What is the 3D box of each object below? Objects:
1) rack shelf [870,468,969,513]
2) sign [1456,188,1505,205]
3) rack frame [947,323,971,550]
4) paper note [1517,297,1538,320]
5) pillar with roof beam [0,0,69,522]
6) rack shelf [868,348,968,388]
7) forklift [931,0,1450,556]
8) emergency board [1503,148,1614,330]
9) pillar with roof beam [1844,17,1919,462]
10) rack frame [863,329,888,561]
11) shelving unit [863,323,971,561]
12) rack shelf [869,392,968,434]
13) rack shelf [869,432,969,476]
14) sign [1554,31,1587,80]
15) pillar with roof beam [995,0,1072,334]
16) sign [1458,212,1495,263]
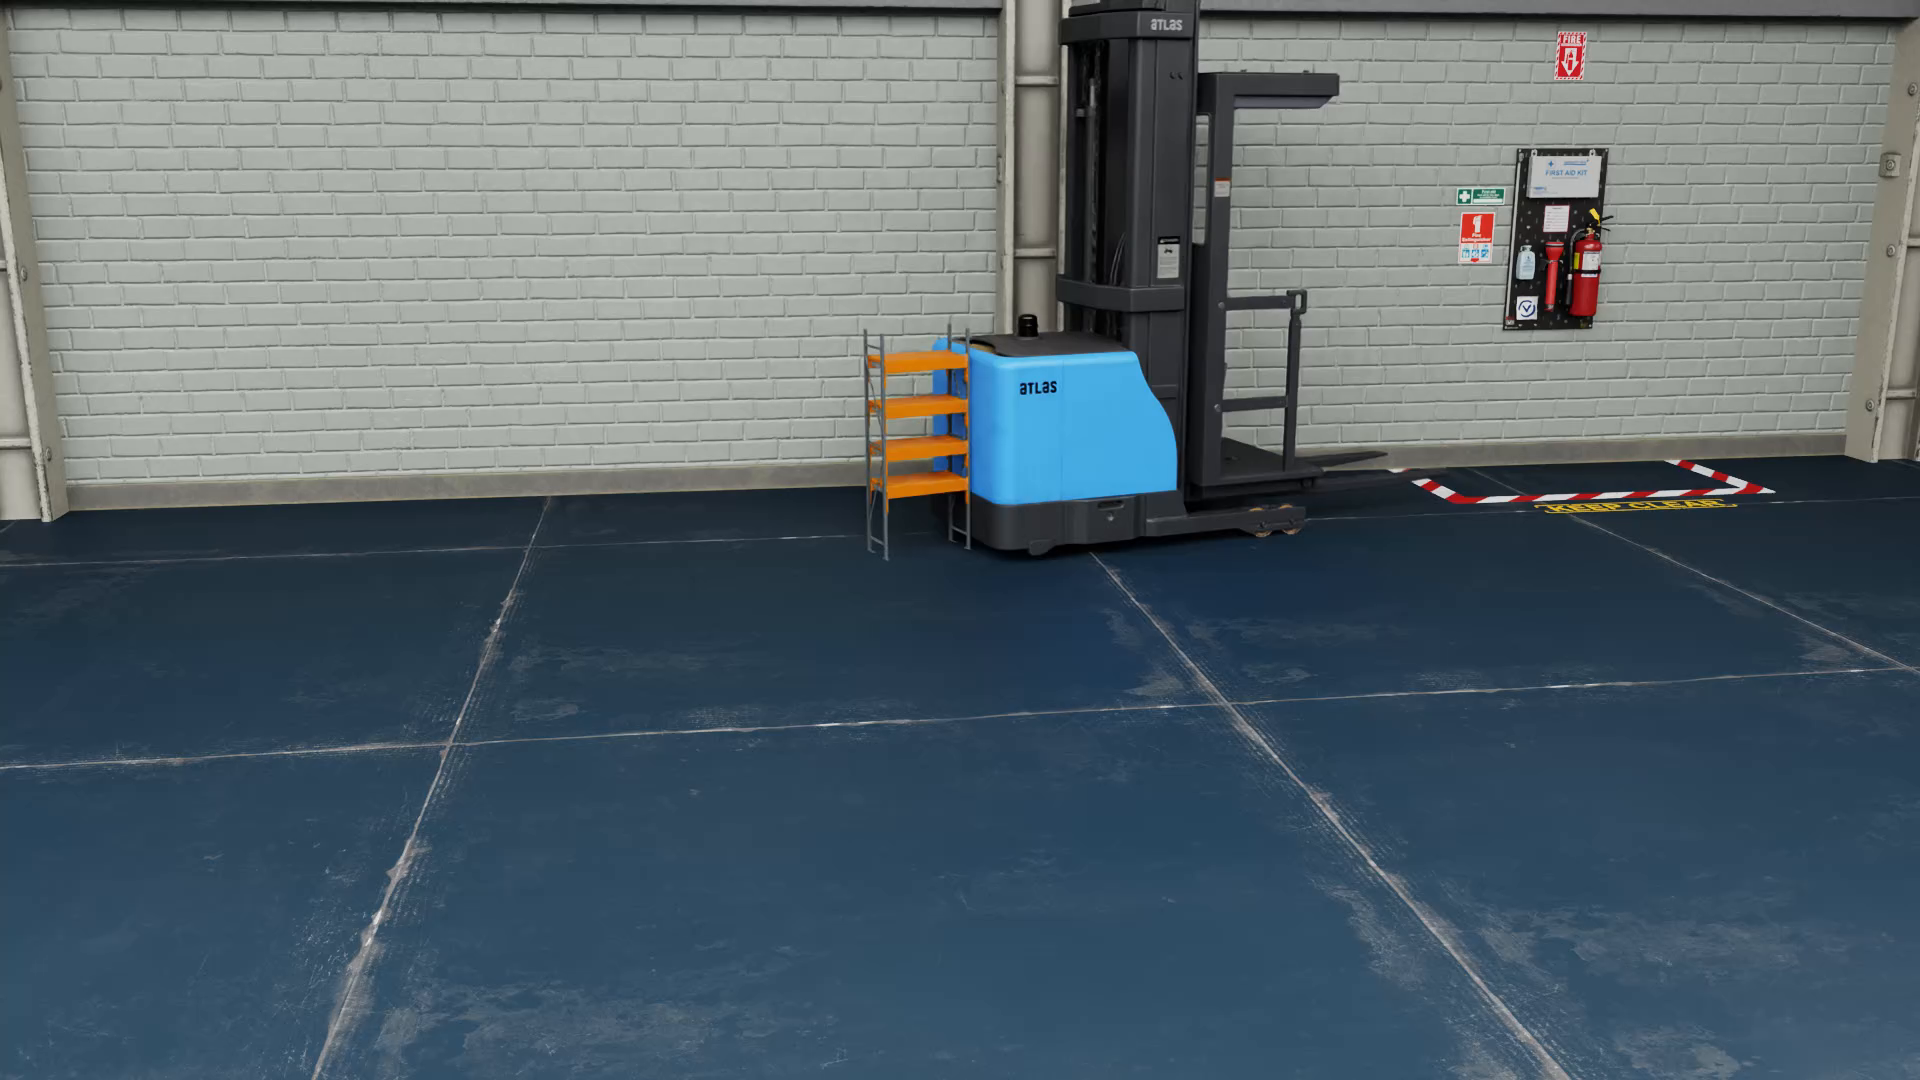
[{"bbox_3d":[-0.224,-0.267,8.907,0.480,0.148,0.258,-7,16,-25],"label":"rack shelf"},{"bbox_3d":[3.370,-2.224,10.761,0.331,0.109,0.001,-2,14,-8],"label":"sign"},{"bbox_3d":[-0.006,-0.553,8.947,0.015,1.200,0.240,-7,16,-25],"label":"rack frame"},{"bbox_3d":[3.741,-1.530,10.966,0.142,0.148,0.016,-2,14,-8],"label":"paper note"},{"bbox_3d":[-4.849,-3.467,4.546,0.400,9.000,9.100,-2,14,-8],"label":"pillar with roof beam"},{"bbox_3d":[-0.227,-0.906,8.746,0.480,0.148,0.258,-7,16,-25],"label":"rack shelf"},{"bbox_3d":[1.402,-1.548,9.367,3.031,2.935,1.130,-6,15,-21],"label":"forklift"},{"bbox_3d":[3.927,-1.947,10.818,0.643,1.169,0.194,-2,14,-8],"label":"emergency board"},{"bbox_3d":[7.017,-3.902,6.280,0.400,9.000,9.100,-2,14,-8],"label":"pillar with roof beam"},{"bbox_3d":[-0.444,-0.497,8.738,0.015,1.200,0.240,-7,16,-25],"label":"rack frame"},{"bbox_3d":[-0.225,-0.525,8.842,0.503,1.200,0.258,-7,16,-25],"label":"shelving unit"},{"bbox_3d":[-0.226,-0.677,8.804,0.480,0.148,0.258,-7,16,-25],"label":"rack shelf"},{"bbox_3d":[-0.225,-0.460,8.859,0.480,0.148,0.258,-7,16,-25],"label":"rack shelf"},{"bbox_3d":[3.904,-3.095,10.631,0.199,0.298,0.001,-2,14,-8],"label":"sign"},{"bbox_3d":[1.084,-3.684,5.413,0.400,9.000,9.100,-2,14,-8],"label":"pillar with roof beam"},{"bbox_3d":[3.365,-1.969,10.833,0.234,0.329,0.001,-2,14,-8],"label":"sign"}]
